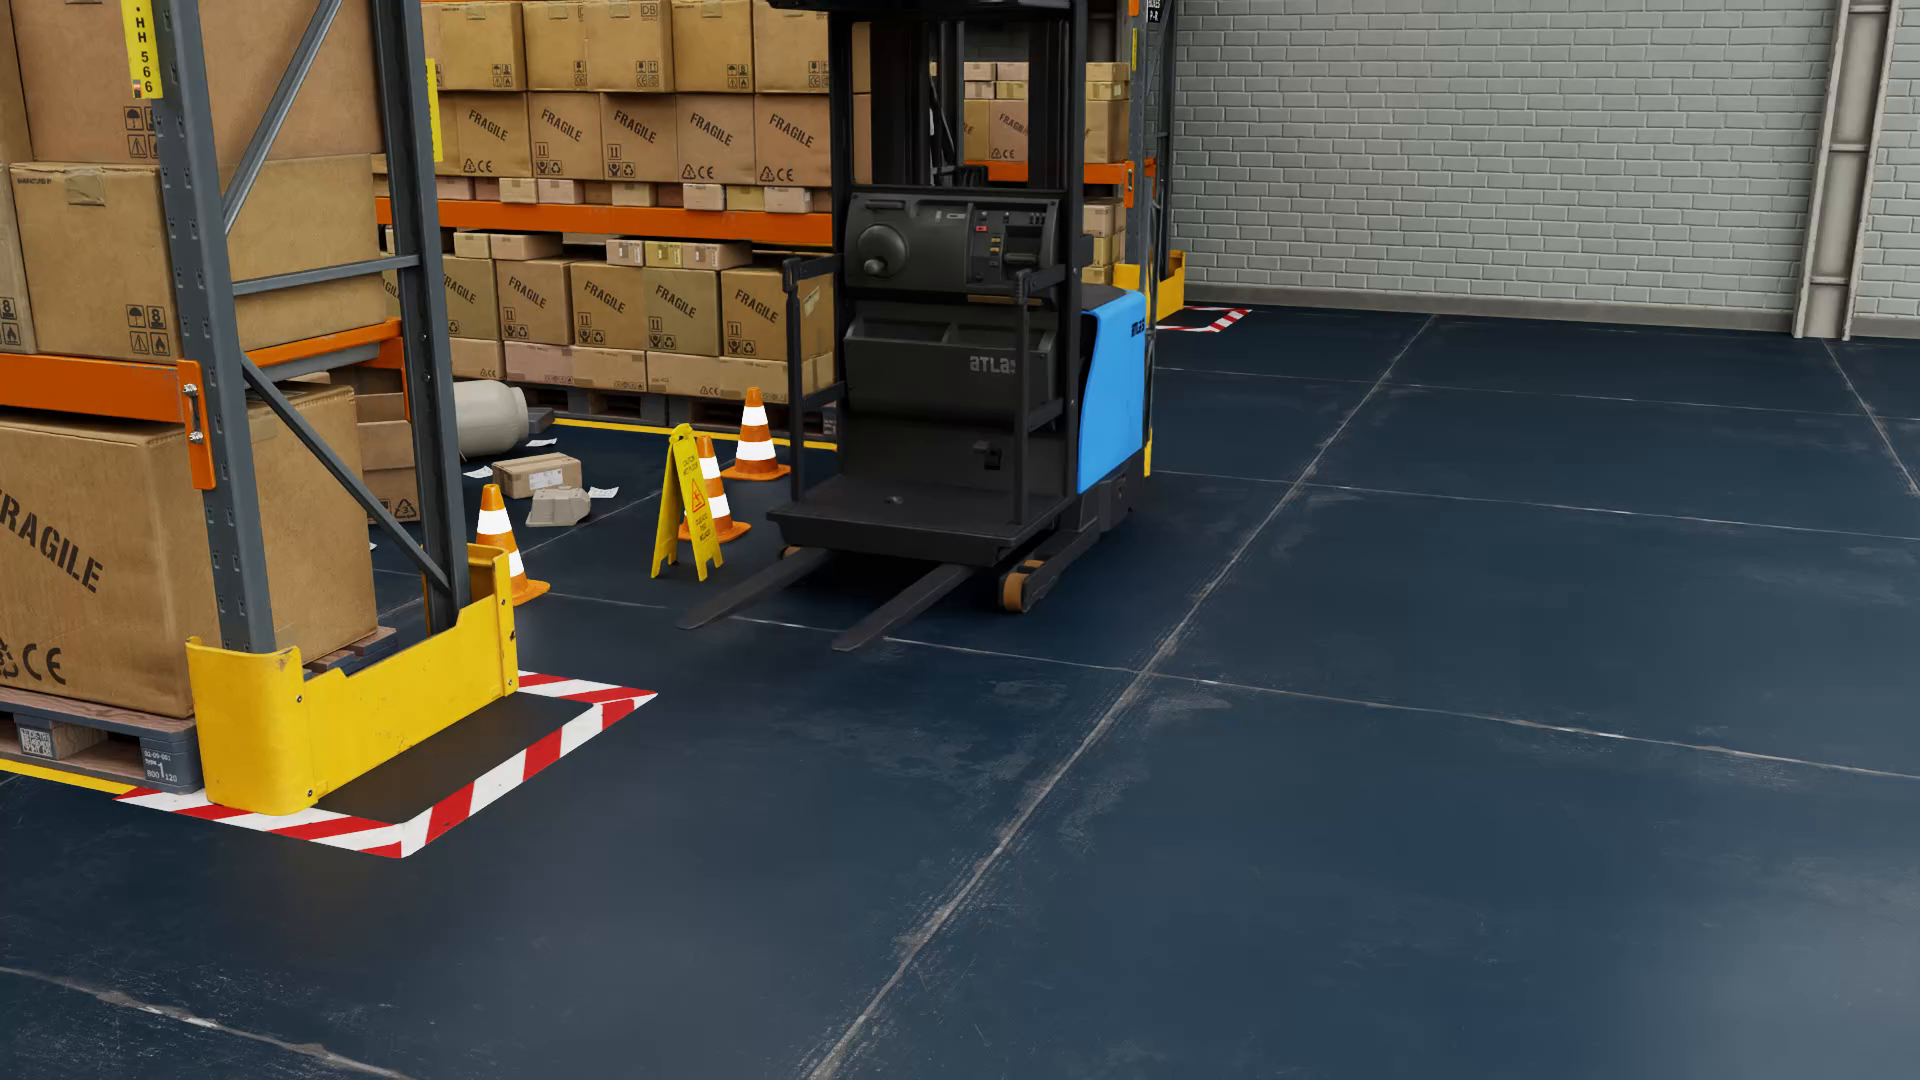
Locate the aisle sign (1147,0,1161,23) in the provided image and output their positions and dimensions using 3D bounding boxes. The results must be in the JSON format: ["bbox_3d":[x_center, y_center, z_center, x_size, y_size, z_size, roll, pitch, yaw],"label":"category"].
[{"bbox_3d":[1.558,-4.543,13.281,0.004,0.787,0.394,6,17,21],"label":"aisle sign"}]

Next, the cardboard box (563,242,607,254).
[{"bbox_3d":[-2.336,-1.646,10.798,0.500,0.500,0.500,7,18,24],"label":"cardboard box"}]

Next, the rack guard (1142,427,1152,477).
[{"bbox_3d":[0.907,-0.443,8.584,0.087,0.250,0.587,4,7,14],"label":"rack guard"}]

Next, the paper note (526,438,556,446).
[{"bbox_3d":[-2.407,-0.565,9.567,0.148,0.019,0.142,0,16,1],"label":"paper note"}]

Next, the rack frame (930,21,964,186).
[{"bbox_3d":[-0.213,-2.090,9.493,0.127,3.000,1.000,6,17,21],"label":"rack frame"}]

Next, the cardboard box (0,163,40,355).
[{"bbox_3d":[-2.817,-0.945,5.279,0.550,0.550,0.875,6,17,21],"label":"cardboard box"}]

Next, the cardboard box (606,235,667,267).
[{"bbox_3d":[-1.897,-1.731,9.928,0.250,0.149,0.380,7,18,23],"label":"cardboard box"}]

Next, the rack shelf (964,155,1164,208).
[{"bbox_3d":[-0.256,-3.237,14.734,4.000,0.370,1.077,6,17,21],"label":"rack shelf"}]

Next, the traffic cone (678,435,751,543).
[{"bbox_3d":[-1.177,-0.259,7.735,0.334,0.463,0.336,6,17,21],"label":"traffic cone"}]

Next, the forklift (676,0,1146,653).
[{"bbox_3d":[-0.120,-1.246,6.708,1.130,2.935,3.031,6,17,21],"label":"forklift"}]

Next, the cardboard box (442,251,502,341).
[{"bbox_3d":[-2.982,-1.559,10.496,0.500,0.500,0.500,7,18,23],"label":"cardboard box"}]

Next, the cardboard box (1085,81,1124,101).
[{"bbox_3d":[1.179,-3.700,13.696,0.250,0.149,0.380,7,17,21],"label":"cardboard box"}]

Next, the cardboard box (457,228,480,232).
[{"bbox_3d":[-4.651,-3.125,16.565,0.625,0.625,0.875,7,18,22],"label":"cardboard box"}]

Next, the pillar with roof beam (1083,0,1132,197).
[{"bbox_3d":[-0.292,-5.447,10.297,0.400,9.000,9.100,6,17,21],"label":"pillar with roof beam"}]

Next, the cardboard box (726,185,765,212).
[{"bbox_3d":[-1.147,-1.981,9.569,0.250,0.149,0.380,6,17,20],"label":"cardboard box"}]

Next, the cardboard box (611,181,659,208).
[{"bbox_3d":[-1.855,-2.065,9.857,0.250,0.149,0.380,6,17,20],"label":"cardboard box"}]

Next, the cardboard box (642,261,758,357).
[{"bbox_3d":[-1.541,-1.398,9.944,0.500,0.500,0.500,7,18,23],"label":"cardboard box"}]

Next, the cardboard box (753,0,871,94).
[{"bbox_3d":[-0.768,-2.757,9.283,0.500,0.500,0.700,6,17,19],"label":"cardboard box"}]

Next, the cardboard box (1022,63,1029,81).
[{"bbox_3d":[0.700,-3.899,13.848,0.250,0.149,0.380,7,17,22],"label":"cardboard box"}]

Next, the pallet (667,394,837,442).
[{"bbox_3d":[-1.027,-0.851,10.227,1.213,0.211,1.003,6,17,21],"label":"pallet"}]

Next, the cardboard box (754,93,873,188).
[{"bbox_3d":[-0.819,-2.265,9.383,0.500,0.500,0.500,6,17,20],"label":"cardboard box"}]

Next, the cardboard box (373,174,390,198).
[{"bbox_3d":[-3.505,-2.251,10.498,0.250,0.149,0.380,7,18,22],"label":"cardboard box"}]

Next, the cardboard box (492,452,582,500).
[{"bbox_3d":[-2.173,-0.331,8.548,0.380,0.149,0.250,-12,20,-37],"label":"cardboard box"}]

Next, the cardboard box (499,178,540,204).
[{"bbox_3d":[-2.572,-2.130,10.081,0.250,0.149,0.380,6,17,21],"label":"cardboard box"}]

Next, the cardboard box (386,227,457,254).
[{"bbox_3d":[-3.390,-1.893,10.486,0.250,0.149,0.380,7,17,21],"label":"cardboard box"}]

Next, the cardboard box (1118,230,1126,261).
[{"bbox_3d":[1.244,-2.601,14.535,0.500,0.250,0.500,7,17,22],"label":"cardboard box"}]

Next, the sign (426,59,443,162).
[{"bbox_3d":[-1.726,-1.393,5.397,0.005,0.325,0.100,6,17,21],"label":"sign"}]

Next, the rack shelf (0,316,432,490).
[{"bbox_3d":[-3.796,-0.655,5.840,4.000,0.370,1.077,6,17,21],"label":"rack shelf"}]

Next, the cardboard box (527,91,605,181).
[{"bbox_3d":[-2.212,-2.426,9.938,0.500,0.500,0.500,6,17,21],"label":"cardboard box"}]

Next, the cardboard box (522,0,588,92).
[{"bbox_3d":[-2.162,-2.923,9.856,0.500,0.500,0.700,6,17,20],"label":"cardboard box"}]

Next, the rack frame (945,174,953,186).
[{"bbox_3d":[-0.032,-1.134,8.746,0.032,1.500,0.500,4,7,14],"label":"rack frame"}]

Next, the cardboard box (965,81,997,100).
[{"bbox_3d":[0.220,-3.804,14.055,0.250,0.149,0.380,6,17,19],"label":"cardboard box"}]

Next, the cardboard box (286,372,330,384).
[{"bbox_3d":[-3.649,-0.573,8.502,0.503,0.637,0.797,6,17,21],"label":"cardboard box"}]

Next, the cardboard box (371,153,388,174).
[{"bbox_3d":[-3.627,-2.573,10.443,0.500,0.500,0.500,6,17,20],"label":"cardboard box"}]

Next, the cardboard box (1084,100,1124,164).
[{"bbox_3d":[1.051,-3.408,13.854,0.500,0.500,0.500,6,17,19],"label":"cardboard box"}]

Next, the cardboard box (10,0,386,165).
[{"bbox_3d":[-2.266,-1.435,5.029,0.550,0.550,0.875,6,17,21],"label":"cardboard box"}]

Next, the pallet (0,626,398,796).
[{"bbox_3d":[-2.708,0.482,5.636,1.213,0.211,1.003,6,17,21],"label":"pallet"}]

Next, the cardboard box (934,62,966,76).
[{"bbox_3d":[-0.030,-3.967,14.081,0.250,0.149,0.380,7,17,22],"label":"cardboard box"}]

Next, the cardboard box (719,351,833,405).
[{"bbox_3d":[-1.086,-0.987,9.871,0.500,0.250,0.500,6,17,20],"label":"cardboard box"}]

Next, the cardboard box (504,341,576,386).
[{"bbox_3d":[-2.489,-1.145,10.416,0.500,0.250,0.500,6,17,20],"label":"cardboard box"}]

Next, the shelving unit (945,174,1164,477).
[{"bbox_3d":[0.452,-1.098,8.627,1.083,1.500,0.587,4,7,14],"label":"shelving unit"}]

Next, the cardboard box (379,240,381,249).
[{"bbox_3d":[-6.310,-3.185,16.995,0.500,0.500,0.500,7,18,22],"label":"cardboard box"}]

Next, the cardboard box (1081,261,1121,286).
[{"bbox_3d":[1.052,-2.225,14.137,0.500,0.250,0.500,6,17,21],"label":"cardboard box"}]
